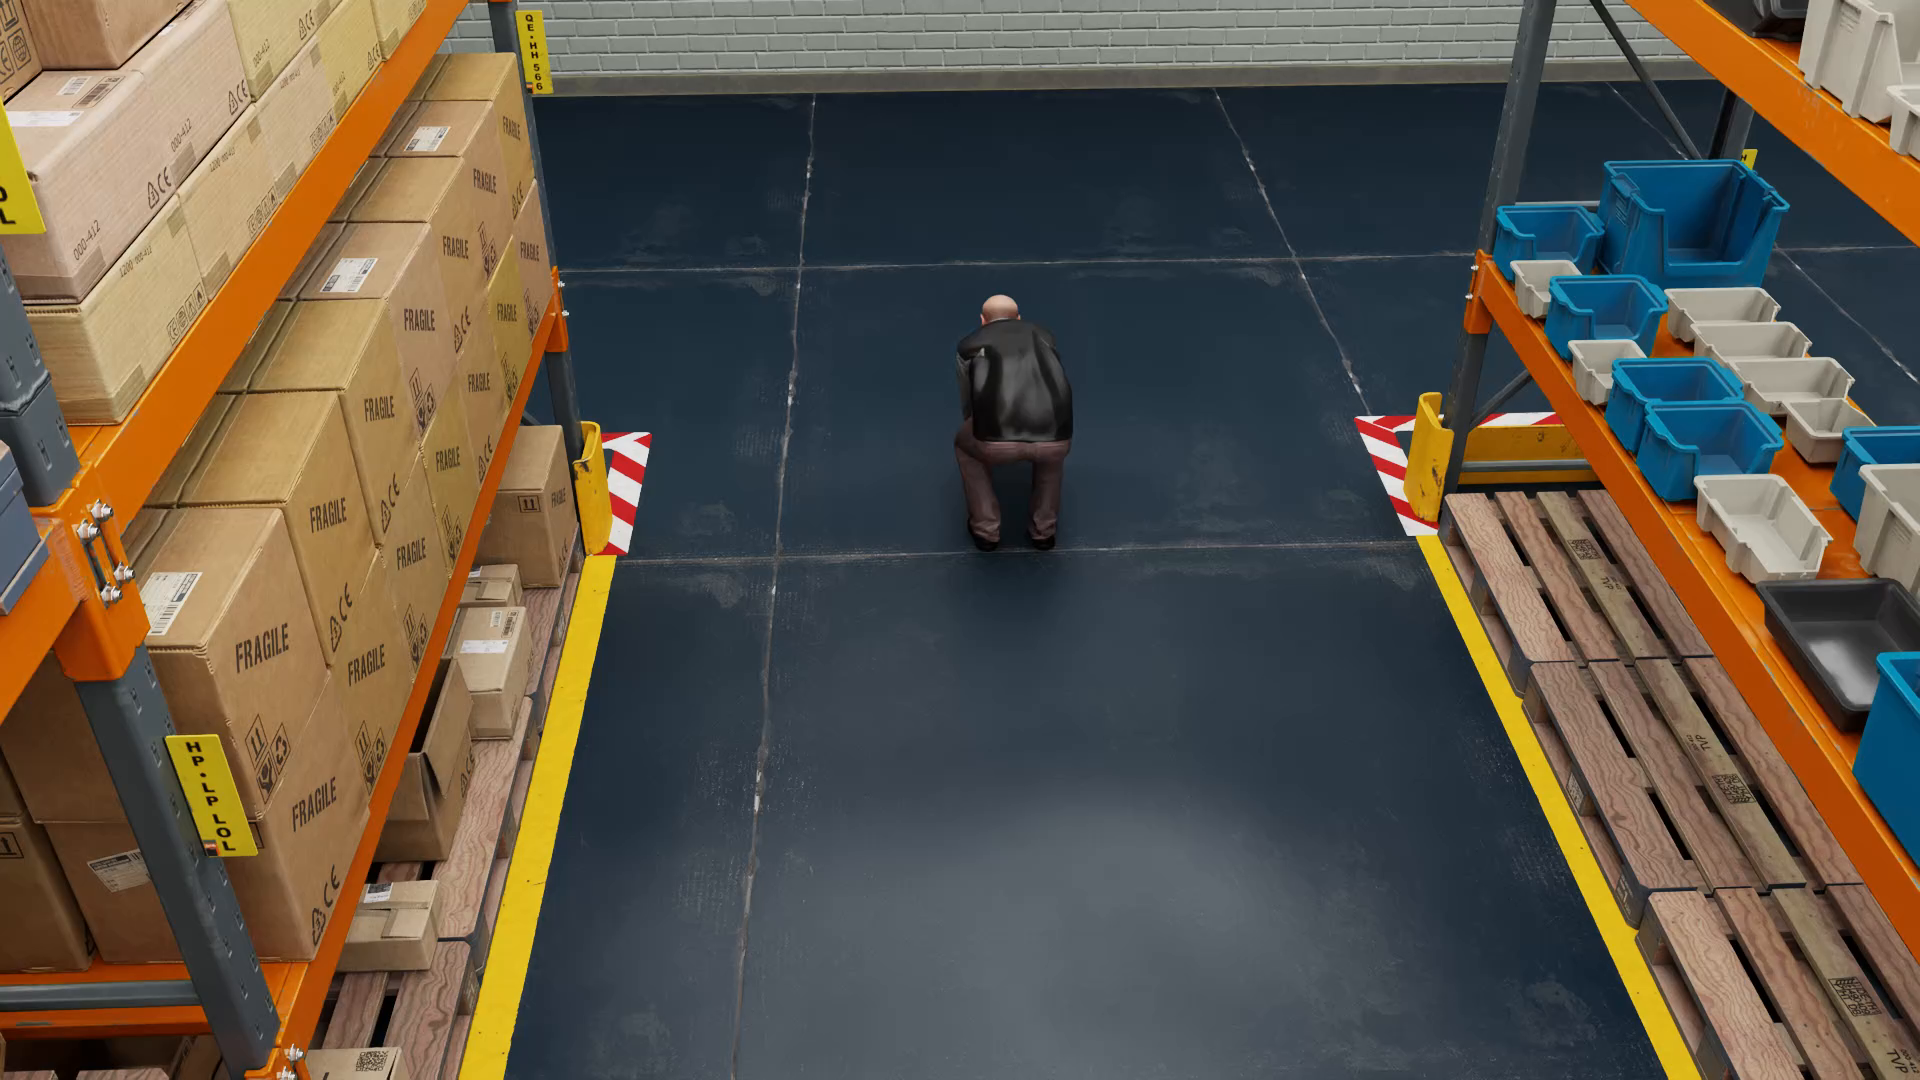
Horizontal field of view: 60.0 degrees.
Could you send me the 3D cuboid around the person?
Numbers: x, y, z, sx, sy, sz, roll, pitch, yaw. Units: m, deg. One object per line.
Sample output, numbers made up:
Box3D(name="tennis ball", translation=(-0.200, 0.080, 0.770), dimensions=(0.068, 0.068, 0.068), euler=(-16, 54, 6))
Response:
Box3D(name="person", translation=(0.232, -0.505, 7.557), dimensions=(0.521, 0.955, 0.938), euler=(-3, 35, -4))
